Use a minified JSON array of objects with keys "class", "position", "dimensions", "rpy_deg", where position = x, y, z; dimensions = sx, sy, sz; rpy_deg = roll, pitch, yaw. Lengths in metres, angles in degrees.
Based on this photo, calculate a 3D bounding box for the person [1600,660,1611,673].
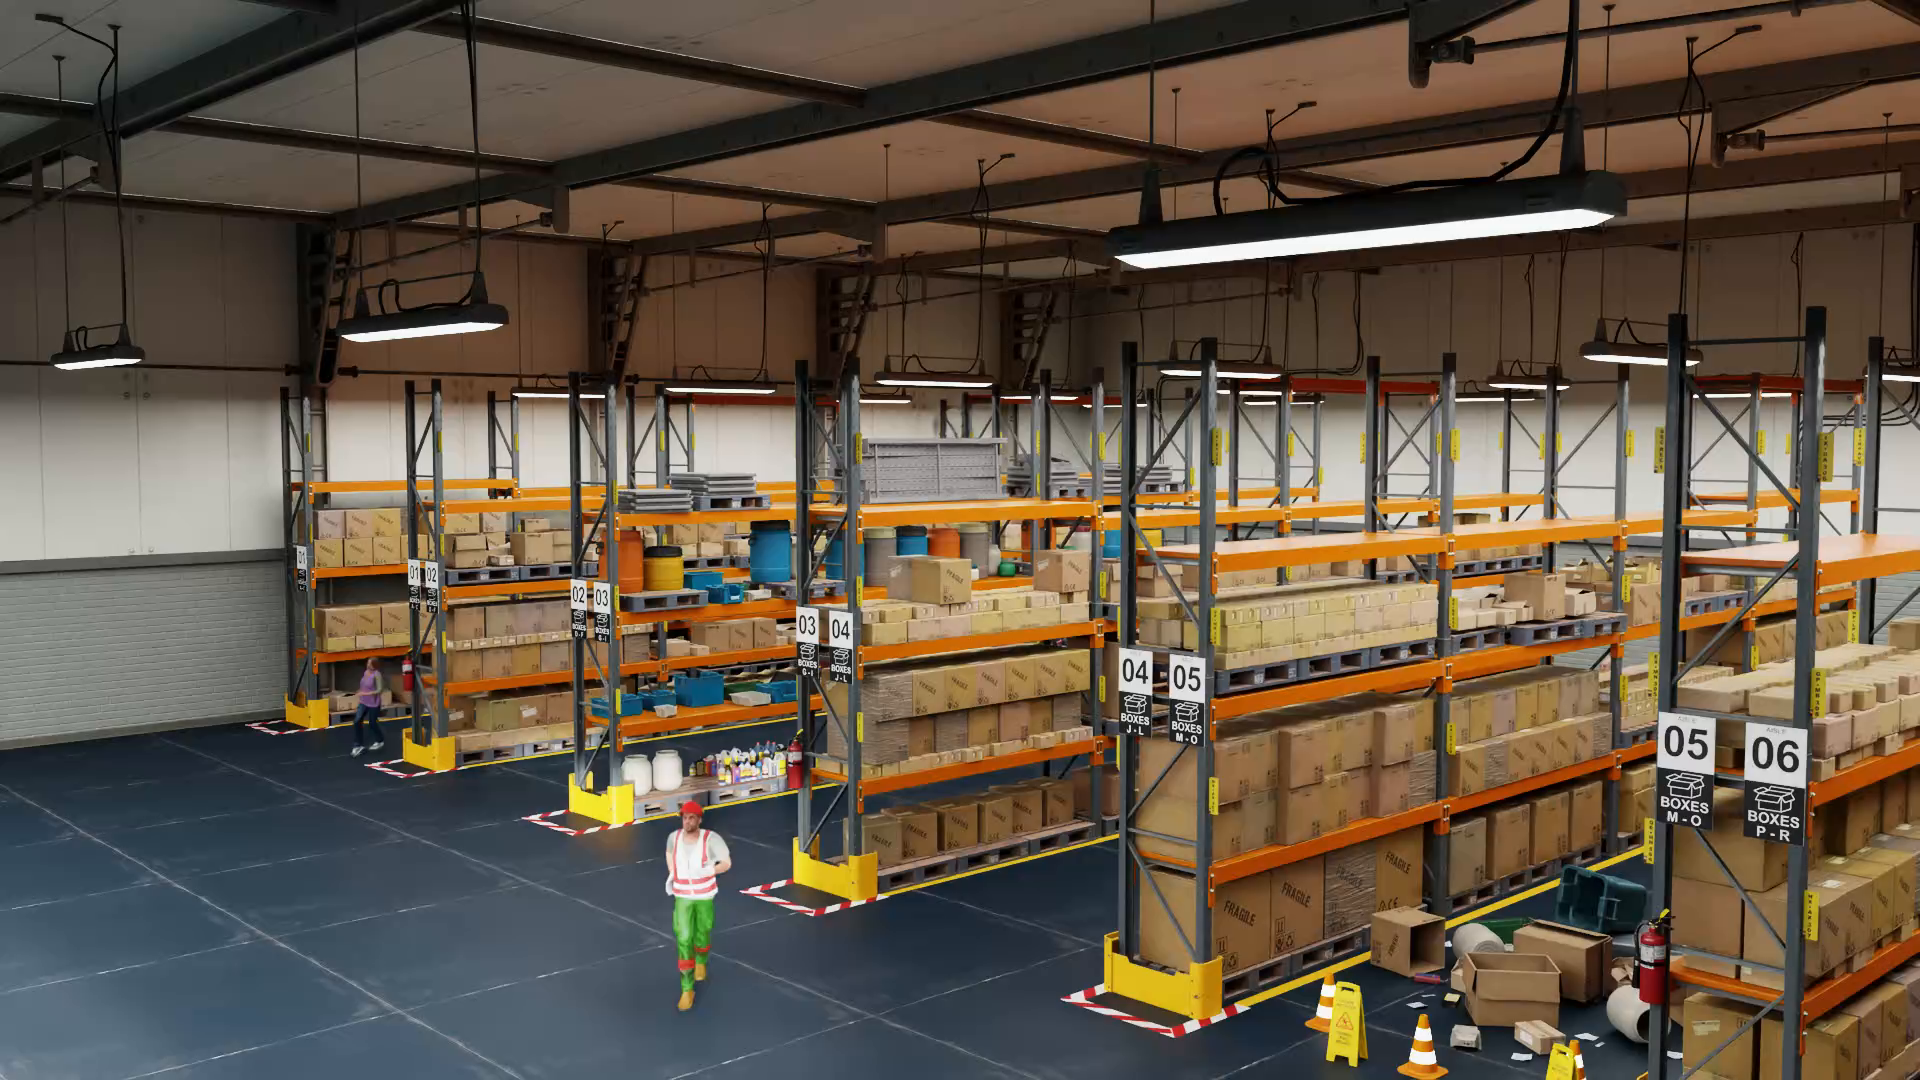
[{"class":"person","position":[9.785,2.685,25.092],"dimensions":[0.990,1.783,0.718],"rpy_deg":[-3,5,-40]}]

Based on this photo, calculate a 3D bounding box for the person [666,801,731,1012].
[{"class":"person","position":[-2.410,3.287,15.273],"dimensions":[0.629,1.815,0.916],"rpy_deg":[0,4,-1]}]

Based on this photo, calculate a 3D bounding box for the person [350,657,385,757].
[{"class":"person","position":[-9.445,2.674,26.782],"dimensions":[0.512,1.623,0.660],"rpy_deg":[2,4,23]}]
